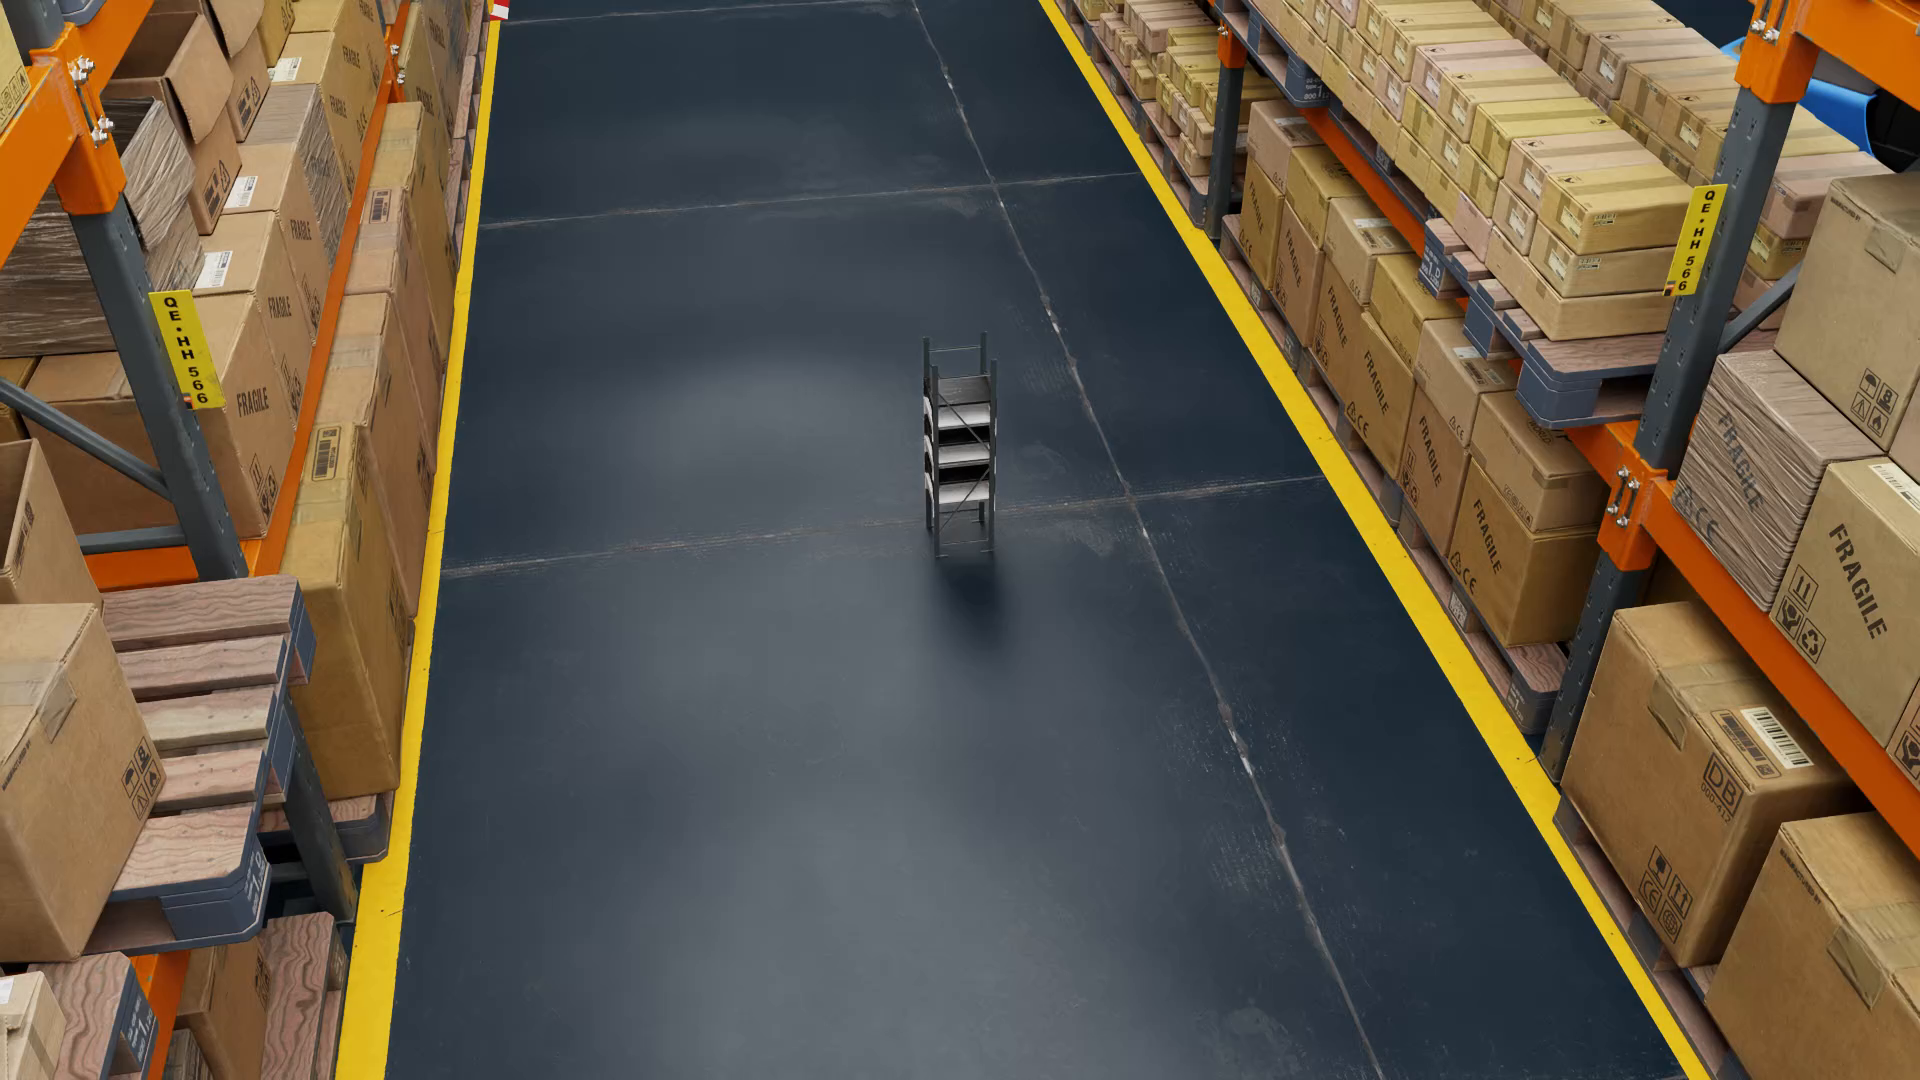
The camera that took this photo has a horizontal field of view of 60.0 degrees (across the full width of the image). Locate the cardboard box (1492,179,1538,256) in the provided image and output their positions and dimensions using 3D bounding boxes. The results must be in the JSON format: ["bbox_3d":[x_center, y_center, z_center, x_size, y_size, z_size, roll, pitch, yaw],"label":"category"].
[{"bbox_3d":[1.920,-1.032,5.254,0.380,0.149,0.250,-5,38,-6],"label":"cardboard box"}]

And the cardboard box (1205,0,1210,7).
[{"bbox_3d":[1.697,-3.306,10.057,0.380,0.149,0.250,-6,38,-8],"label":"cardboard box"}]

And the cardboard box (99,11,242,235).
[{"bbox_3d":[-2.621,-1.238,5.000,0.797,0.503,0.637,-5,38,-7],"label":"cardboard box"}]

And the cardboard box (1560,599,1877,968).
[{"bbox_3d":[2.522,0.662,4.944,1.050,0.750,0.750,-7,38,-9],"label":"cardboard box"}]

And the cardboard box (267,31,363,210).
[{"bbox_3d":[-2.569,-1.553,6.223,0.500,0.500,0.500,-7,38,-8],"label":"cardboard box"}]

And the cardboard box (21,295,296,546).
[{"bbox_3d":[-2.214,-0.328,4.645,0.500,0.500,0.500,-5,38,-7],"label":"cardboard box"}]

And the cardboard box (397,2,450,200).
[{"bbox_3d":[-3.135,-2.115,8.418,0.875,0.875,0.875,-6,38,-8],"label":"cardboard box"}]

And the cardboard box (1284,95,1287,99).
[{"bbox_3d":[1.946,-2.359,8.838,0.380,0.149,0.250,-5,38,-6],"label":"cardboard box"}]

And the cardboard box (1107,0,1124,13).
[{"bbox_3d":[1.141,-3.457,10.494,0.380,0.149,0.250,-8,39,-10],"label":"cardboard box"}]

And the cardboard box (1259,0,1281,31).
[{"bbox_3d":[1.513,-2.315,7.147,0.380,0.149,0.250,-6,38,-8],"label":"cardboard box"}]

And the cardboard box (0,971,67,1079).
[{"bbox_3d":[-1.839,0.900,2.914,0.396,0.266,0.258,-7,38,-9],"label":"cardboard box"}]

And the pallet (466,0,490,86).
[{"bbox_3d":[-3.582,-3.222,10.725,1.003,0.211,1.213,-6,38,-8],"label":"pallet"}]

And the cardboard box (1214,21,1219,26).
[{"bbox_3d":[1.773,-3.194,10.155,0.380,0.149,0.250,-6,38,-7],"label":"cardboard box"}]

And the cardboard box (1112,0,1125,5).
[{"bbox_3d":[1.109,-3.399,10.177,0.380,0.149,0.250,-6,38,-7],"label":"cardboard box"}]

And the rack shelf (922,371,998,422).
[{"bbox_3d":[-0.001,-0.547,6.335,0.258,0.077,0.200,-6,38,-8],"label":"rack shelf"}]

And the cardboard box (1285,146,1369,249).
[{"bbox_3d":[1.768,-1.533,7.362,0.500,0.250,0.500,-5,38,-7],"label":"cardboard box"}]

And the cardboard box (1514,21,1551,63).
[{"bbox_3d":[2.338,-1.876,6.339,0.380,0.149,0.250,-5,38,-6],"label":"cardboard box"}]

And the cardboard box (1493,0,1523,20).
[{"bbox_3d":[2.293,-2.147,6.446,0.380,0.149,0.250,-8,39,-10],"label":"cardboard box"}]

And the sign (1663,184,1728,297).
[{"bbox_3d":[1.971,-0.800,4.455,0.100,0.325,0.005,-6,38,-8],"label":"sign"}]

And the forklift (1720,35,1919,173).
[{"bbox_3d":[4.985,-2.192,7.182,1.130,2.935,3.031,-28,46,-31],"label":"forklift"}]

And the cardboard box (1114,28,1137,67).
[{"bbox_3d":[1.162,-3.026,10.182,0.380,0.149,0.250,-6,38,-8],"label":"cardboard box"}]

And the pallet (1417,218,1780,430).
[{"bbox_3d":[2.274,-0.781,5.467,1.213,0.211,1.003,-6,38,-8],"label":"pallet"}]

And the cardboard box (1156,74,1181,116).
[{"bbox_3d":[1.310,-2.489,9.248,0.380,0.149,0.250,-7,38,-10],"label":"cardboard box"}]

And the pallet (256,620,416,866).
[{"bbox_3d":[-2.461,0.651,5.739,1.003,0.211,1.213,-6,38,-8],"label":"pallet"}]

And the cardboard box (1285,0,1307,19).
[{"bbox_3d":[1.558,-2.281,6.862,0.380,0.149,0.250,-8,39,-10],"label":"cardboard box"}]

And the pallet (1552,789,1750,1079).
[{"bbox_3d":[2.568,1.148,5.101,1.003,0.211,1.213,-6,38,-8],"label":"pallet"}]

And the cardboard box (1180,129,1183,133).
[{"bbox_3d":[1.435,-2.260,9.196,0.380,0.149,0.250,-5,38,-7],"label":"cardboard box"}]

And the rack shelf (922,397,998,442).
[{"bbox_3d":[-0.001,-0.476,6.390,0.258,0.077,0.200,-6,38,-8],"label":"rack shelf"}]

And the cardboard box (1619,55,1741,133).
[{"bbox_3d":[2.479,-1.510,5.626,0.380,0.149,0.250,-8,39,-10],"label":"cardboard box"}]

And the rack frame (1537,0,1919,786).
[{"bbox_3d":[2.504,-0.438,4.869,1.000,3.000,0.127,-6,38,-8],"label":"rack frame"}]

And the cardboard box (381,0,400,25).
[{"bbox_3d":[-2.823,-2.497,7.723,0.380,0.149,0.250,-6,38,-8],"label":"cardboard box"}]

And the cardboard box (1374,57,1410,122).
[{"bbox_3d":[1.741,-1.650,6.049,0.380,0.149,0.250,-5,38,-7],"label":"cardboard box"}]

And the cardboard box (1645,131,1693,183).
[{"bbox_3d":[2.517,-1.260,5.547,0.380,0.149,0.250,-7,38,-9],"label":"cardboard box"}]

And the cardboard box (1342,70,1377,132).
[{"bbox_3d":[1.694,-1.692,6.346,0.380,0.149,0.250,-8,39,-10],"label":"cardboard box"}]

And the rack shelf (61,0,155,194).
[{"bbox_3d":[-2.748,-2.074,5.116,1.077,0.370,4.000,-6,38,-8],"label":"rack shelf"}]

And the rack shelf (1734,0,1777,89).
[{"bbox_3d":[2.153,-2.546,5.724,1.077,0.370,4.000,-6,38,-8],"label":"rack shelf"}]

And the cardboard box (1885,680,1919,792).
[{"bbox_3d":[2.497,0.434,3.664,0.500,0.500,0.500,-6,38,-8],"label":"cardboard box"}]

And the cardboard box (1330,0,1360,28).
[{"bbox_3d":[1.646,-2.087,6.369,0.380,0.149,0.250,-5,38,-6],"label":"cardboard box"}]

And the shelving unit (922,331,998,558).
[{"bbox_3d":[-0.001,-0.360,6.480,0.258,0.900,0.210,-6,38,-8],"label":"shelving unit"}]

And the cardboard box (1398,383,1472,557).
[{"bbox_3d":[2.044,-0.300,6.386,0.500,0.500,0.500,-5,38,-6],"label":"cardboard box"}]

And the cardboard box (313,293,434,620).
[{"bbox_3d":[-2.646,-0.250,6.017,1.225,0.875,0.875,-6,38,-8],"label":"cardboard box"}]

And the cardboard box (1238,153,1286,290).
[{"bbox_3d":[1.671,-1.558,8.005,0.500,0.500,0.500,-5,38,-6],"label":"cardboard box"}]

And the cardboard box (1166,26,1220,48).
[{"bbox_3d":[1.381,-2.780,9.381,0.380,0.149,0.250,-5,38,-6],"label":"cardboard box"}]

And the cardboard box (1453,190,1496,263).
[{"bbox_3d":[1.877,-1.058,5.530,0.380,0.149,0.250,-6,38,-7],"label":"cardboard box"}]

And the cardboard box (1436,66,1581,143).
[{"bbox_3d":[1.828,-1.457,5.558,0.380,0.149,0.250,-5,38,-7],"label":"cardboard box"}]

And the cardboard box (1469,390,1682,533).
[{"bbox_3d":[2.126,-0.298,5.772,0.500,0.250,0.500,-7,38,-9],"label":"cardboard box"}]

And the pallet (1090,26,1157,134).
[{"bbox_3d":[1.433,-2.893,10.302,1.003,0.211,1.213,-6,38,-8],"label":"pallet"}]
